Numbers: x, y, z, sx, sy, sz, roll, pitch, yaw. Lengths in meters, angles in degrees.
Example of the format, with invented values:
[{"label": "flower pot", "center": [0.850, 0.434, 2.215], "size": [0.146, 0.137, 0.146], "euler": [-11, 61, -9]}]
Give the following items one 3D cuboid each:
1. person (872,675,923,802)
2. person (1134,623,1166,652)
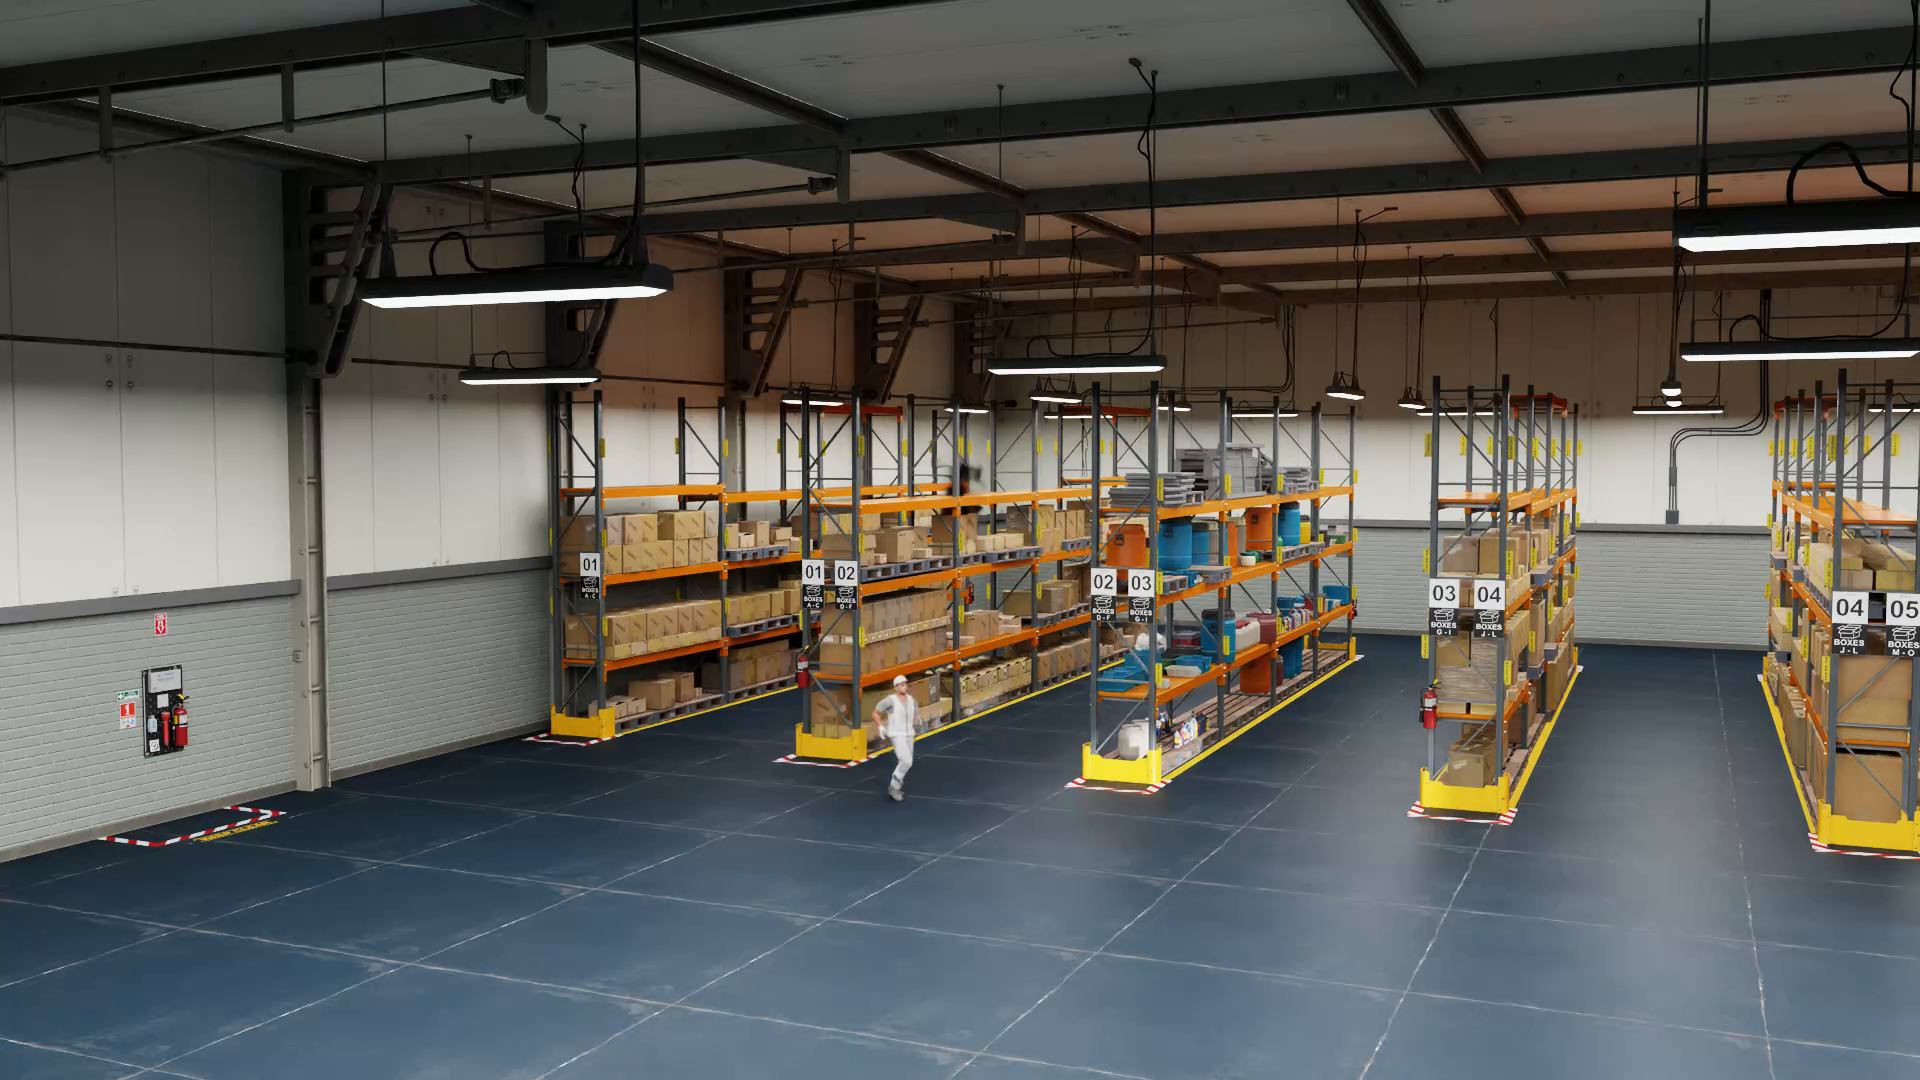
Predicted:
[{"label": "person", "center": [-0.808, 2.807, 23.536], "size": [0.646, 1.775, 0.685], "euler": [-3, 4, -42]}, {"label": "person", "center": [3.642, 2.385, 31.907], "size": [0.627, 1.748, 0.708], "euler": [2, 4, 27]}]
